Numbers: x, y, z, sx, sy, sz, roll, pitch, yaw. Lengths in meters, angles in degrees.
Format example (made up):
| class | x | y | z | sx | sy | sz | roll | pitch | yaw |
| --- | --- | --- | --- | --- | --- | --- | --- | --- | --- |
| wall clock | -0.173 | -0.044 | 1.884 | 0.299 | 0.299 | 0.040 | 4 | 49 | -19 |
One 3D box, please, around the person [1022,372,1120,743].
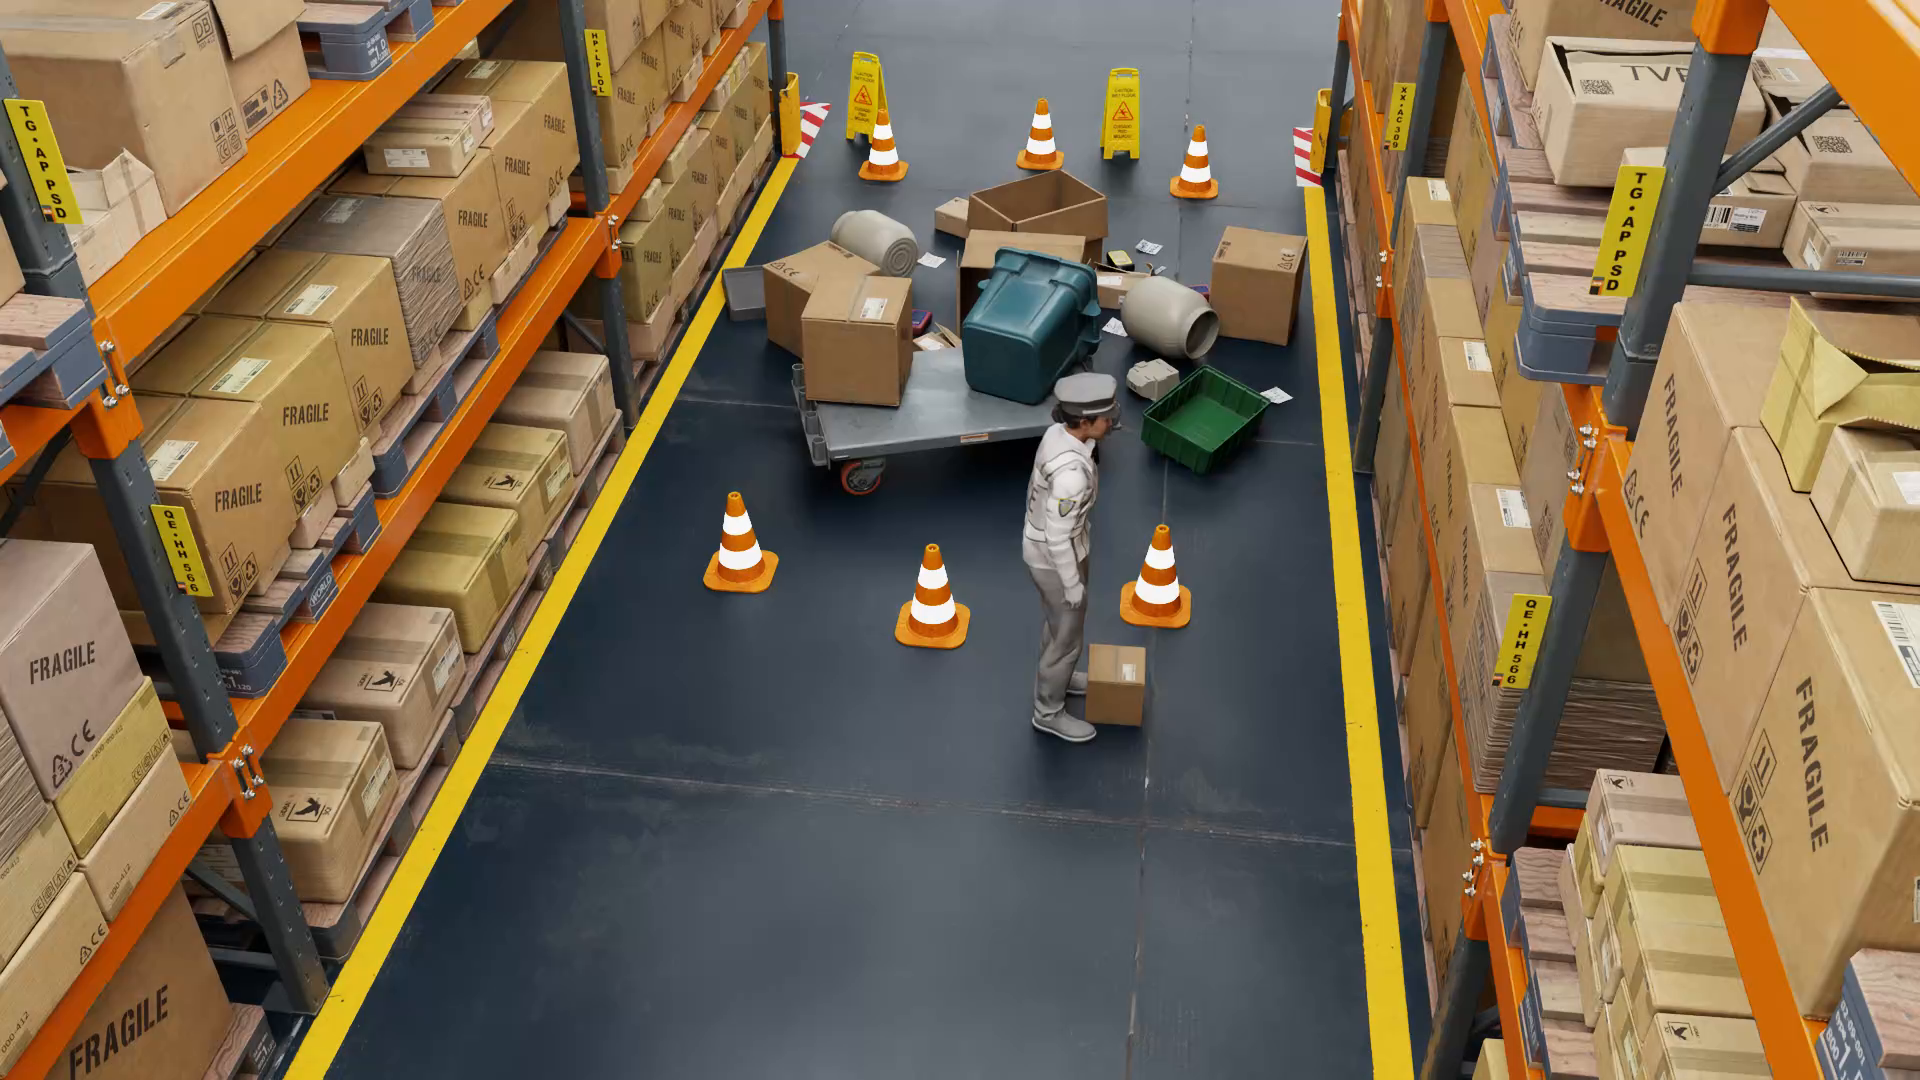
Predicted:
| class | x | y | z | sx | sy | sz | roll | pitch | yaw |
| --- | --- | --- | --- | --- | --- | --- | --- | --- | --- |
| person | 0.443 | 0.060 | 6.954 | 0.370 | 1.663 | 0.520 | 3 | 36 | 4 |
